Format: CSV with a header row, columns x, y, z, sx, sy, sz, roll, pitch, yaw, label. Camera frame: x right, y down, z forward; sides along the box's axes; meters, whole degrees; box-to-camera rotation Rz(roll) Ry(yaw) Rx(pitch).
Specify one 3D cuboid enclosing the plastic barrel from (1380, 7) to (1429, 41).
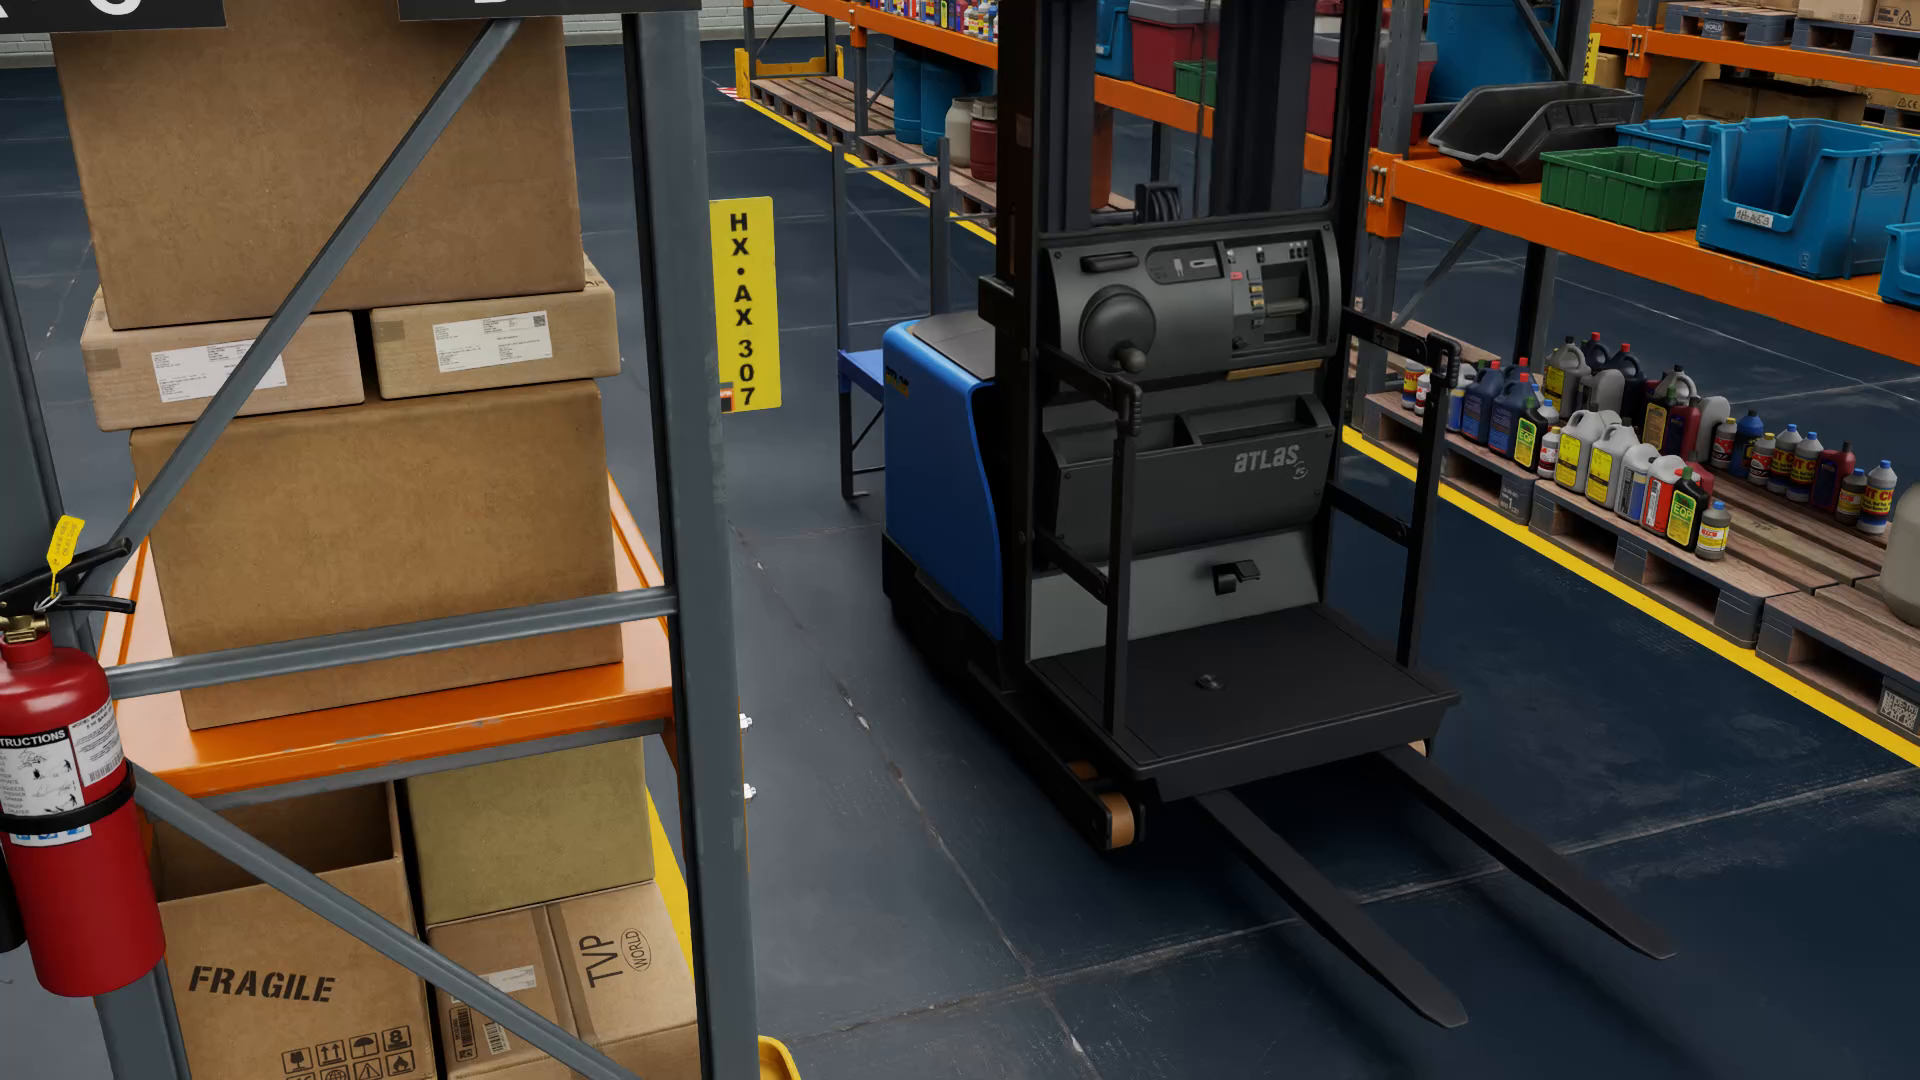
x,y,z,sx,sy,sz,roll,pitch,yaw,label
2.243,-2.413,8.439,0.433,0.535,0.433,0,23,0,plastic barrel

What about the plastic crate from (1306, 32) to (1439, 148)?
x,y,z,sx,sy,sz,roll,pitch,yaw,label
1.919,-2.137,7.875,0.402,0.464,0.583,-8,24,-19,plastic crate

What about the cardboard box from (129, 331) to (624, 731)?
x,y,z,sx,sy,sz,roll,pitch,yaw,label
-0.999,-0.059,2.899,0.700,0.500,0.500,-8,24,-19,cardboard box

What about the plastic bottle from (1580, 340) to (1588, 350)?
x,y,z,sx,sy,sz,roll,pitch,yaw,label
2.855,-0.795,7.704,0.061,0.283,0.133,-7,24,-16,plastic bottle

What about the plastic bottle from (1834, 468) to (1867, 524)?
x,y,z,sx,sy,sz,roll,pitch,yaw,label
3.404,-0.172,6.333,0.097,0.201,0.097,0,23,0,plastic bottle

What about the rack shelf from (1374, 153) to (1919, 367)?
x,y,z,sx,sy,sz,roll,pitch,yaw,label
3.083,-0.915,5.985,1.077,0.370,4.000,-8,24,-19,rack shelf

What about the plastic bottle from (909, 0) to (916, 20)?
x,y,z,sx,sy,sz,roll,pitch,yaw,label
-0.316,-4.266,13.169,0.152,0.276,0.135,-8,24,-19,plastic bottle

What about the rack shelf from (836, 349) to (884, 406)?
x,y,z,sx,sy,sz,roll,pitch,yaw,label
-0.074,-0.569,6.633,0.538,0.185,1.000,-10,25,-22,rack shelf

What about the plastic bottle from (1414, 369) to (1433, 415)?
x,y,z,sx,sy,sz,roll,pitch,yaw,label
2.115,-0.673,7.522,0.097,0.201,0.097,0,23,0,plastic bottle

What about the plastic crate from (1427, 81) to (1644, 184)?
x,y,z,sx,sy,sz,roll,pitch,yaw,label
2.442,-1.737,7.089,0.767,0.338,0.504,-8,24,-19,plastic crate

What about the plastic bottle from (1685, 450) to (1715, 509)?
x,y,z,sx,sy,sz,roll,pitch,yaw,label
2.766,-0.188,6.265,0.061,0.283,0.133,-8,24,-19,plastic bottle

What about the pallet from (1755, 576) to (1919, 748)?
x,y,z,sx,sy,sz,roll,pitch,yaw,label
3.436,0.448,5.415,1.003,0.211,1.213,-8,24,-19,pallet

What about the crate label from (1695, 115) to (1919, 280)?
x,y,z,sx,sy,sz,roll,pitch,yaw,label
2.886,-1.168,5.613,0.502,0.435,0.616,-8,24,-19,crate label

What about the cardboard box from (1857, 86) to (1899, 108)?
x,y,z,sx,sy,sz,roll,pitch,yaw,label
9.259,-4.560,16.384,0.500,0.500,0.500,-8,24,-18,cardboard box

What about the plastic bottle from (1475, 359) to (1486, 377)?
x,y,z,sx,sy,sz,roll,pitch,yaw,label
2.318,-0.649,7.359,0.061,0.283,0.133,-8,24,-19,plastic bottle

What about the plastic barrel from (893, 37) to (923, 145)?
x,y,z,sx,sy,sz,roll,pitch,yaw,label
-0.274,-3.906,14.317,0.600,0.901,0.708,-8,24,-19,plastic barrel

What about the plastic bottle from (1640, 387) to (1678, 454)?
x,y,z,sx,sy,sz,roll,pitch,yaw,label
2.968,-0.519,7.051,0.061,0.283,0.133,-8,24,-19,plastic bottle

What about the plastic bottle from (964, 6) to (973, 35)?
x,y,z,sx,sy,sz,roll,pitch,yaw,label
0.075,-3.799,12.158,0.097,0.201,0.097,0,23,0,plastic bottle

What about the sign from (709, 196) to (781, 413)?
x,y,z,sx,sy,sz,roll,pitch,yaw,label
-0.325,-0.351,2.504,0.100,0.325,0.005,-8,24,-19,sign

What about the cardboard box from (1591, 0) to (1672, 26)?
x,y,z,sx,sy,sz,roll,pitch,yaw,label
5.191,-4.297,12.955,0.500,0.500,0.500,-8,24,-17,cardboard box

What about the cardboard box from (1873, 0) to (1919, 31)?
x,y,z,sx,sy,sz,roll,pitch,yaw,label
6.311,-3.511,10.544,0.797,0.503,0.637,-6,24,-14,cardboard box

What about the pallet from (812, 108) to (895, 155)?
x,y,z,sx,sy,sz,roll,pitch,yaw,label
-0.746,-3.857,15.629,1.003,0.211,1.213,-8,24,-19,pallet

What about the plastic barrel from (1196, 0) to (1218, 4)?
x,y,z,sx,sy,sz,roll,pitch,yaw,label
1.526,-3.134,10.179,0.421,0.512,0.421,0,23,0,plastic barrel

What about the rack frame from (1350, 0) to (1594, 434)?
x,y,z,sx,sy,sz,roll,pitch,yaw,label
2.376,-1.973,7.569,1.000,3.000,0.127,-8,24,-19,rack frame

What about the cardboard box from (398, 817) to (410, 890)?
x,y,z,sx,sy,sz,roll,pitch,yaw,label
-1.500,0.898,3.757,0.500,0.250,0.500,-8,24,-19,cardboard box

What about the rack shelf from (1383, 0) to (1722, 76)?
x,y,z,sx,sy,sz,roll,pitch,yaw,label
4.890,-4.501,14.494,1.077,0.370,4.000,-8,24,-19,rack shelf

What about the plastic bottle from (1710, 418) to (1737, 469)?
x,y,z,sx,sy,sz,roll,pitch,yaw,label
3.176,-0.406,6.888,0.097,0.201,0.097,0,23,0,plastic bottle

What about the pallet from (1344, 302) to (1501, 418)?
x,y,z,sx,sy,sz,roll,pitch,yaw,label
2.062,-0.968,8.775,1.003,0.211,1.213,-8,24,-19,pallet

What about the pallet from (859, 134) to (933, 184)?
x,y,z,sx,sy,sz,roll,pitch,yaw,label
-0.216,-3.309,14.329,1.003,0.211,1.213,-8,24,-19,pallet

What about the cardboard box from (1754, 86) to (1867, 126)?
x,y,z,sx,sy,sz,roll,pitch,yaw,label
6.058,-3.072,11.862,0.500,0.250,0.500,-6,23,-13,cardboard box

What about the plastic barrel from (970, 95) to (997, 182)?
x,y,z,sx,sy,sz,roll,pitch,yaw,label
0.375,-3.095,12.794,0.600,0.588,0.708,-8,24,-19,plastic barrel

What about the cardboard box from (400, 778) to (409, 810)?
x,y,z,sx,sy,sz,roll,pitch,yaw,label
-1.194,0.300,4.210,0.500,0.500,0.500,-8,24,-19,cardboard box

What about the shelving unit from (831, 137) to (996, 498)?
x,y,z,sx,sy,sz,roll,pitch,yaw,label
-0.074,-0.735,6.563,0.538,1.500,1.048,-10,25,-22,shelving unit

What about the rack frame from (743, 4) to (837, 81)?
x,y,z,sx,sy,sz,roll,pitch,yaw,label
-1.863,-6.333,17.914,1.000,3.000,0.127,-8,24,-19,rack frame

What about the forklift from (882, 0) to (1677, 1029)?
x,y,z,sx,sy,sz,roll,pitch,yaw,label
0.768,-0.667,4.559,1.130,2.935,3.031,-10,25,-22,forklift

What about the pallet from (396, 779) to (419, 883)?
x,y,z,sx,sy,sz,roll,pitch,yaw,label
-1.583,0.729,4.749,1.003,0.211,1.213,-8,24,-19,pallet

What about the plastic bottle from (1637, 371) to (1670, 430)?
x,y,z,sx,sy,sz,roll,pitch,yaw,label
3.038,-0.606,7.258,0.061,0.283,0.133,-7,24,-15,plastic bottle

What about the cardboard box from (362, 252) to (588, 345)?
x,y,z,sx,sy,sz,roll,pitch,yaw,label
-0.879,-0.454,3.001,0.380,0.149,0.250,-9,24,-20,cardboard box

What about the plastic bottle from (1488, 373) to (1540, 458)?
x,y,z,sx,sy,sz,roll,pitch,yaw,label
2.340,-0.536,7.005,0.144,0.351,0.185,-9,25,-21,plastic bottle

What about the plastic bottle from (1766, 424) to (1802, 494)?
x,y,z,sx,sy,sz,roll,pitch,yaw,label
3.284,-0.328,6.612,0.097,0.271,0.097,0,23,0,plastic bottle

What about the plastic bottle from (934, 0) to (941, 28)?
x,y,z,sx,sy,sz,roll,pitch,yaw,label
-0.112,-4.087,12.647,0.144,0.351,0.185,-8,24,-19,plastic bottle

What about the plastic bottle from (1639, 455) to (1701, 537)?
x,y,z,sx,sy,sz,roll,pitch,yaw,label
2.667,-0.170,6.231,0.152,0.276,0.135,-8,24,-19,plastic bottle

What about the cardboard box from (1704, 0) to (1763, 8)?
x,y,z,sx,sy,sz,roll,pitch,yaw,label
5.825,-4.155,12.076,0.500,0.500,0.500,-12,25,-25,cardboard box

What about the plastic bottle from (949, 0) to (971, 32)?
x,y,z,sx,sy,sz,roll,pitch,yaw,label
0.000,-3.971,12.373,0.144,0.351,0.185,-8,24,-19,plastic bottle

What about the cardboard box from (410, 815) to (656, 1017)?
x,y,z,sx,sy,sz,roll,pitch,yaw,label
-1.007,0.826,3.929,0.500,0.250,0.500,-8,24,-19,cardboard box

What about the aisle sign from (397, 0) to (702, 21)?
x,y,z,sx,sy,sz,roll,pitch,yaw,label
-0.536,-1.058,2.050,0.394,0.787,0.004,-8,24,-19,aisle sign

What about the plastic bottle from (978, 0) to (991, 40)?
x,y,z,sx,sy,sz,roll,pitch,yaw,label
0.178,-3.725,11.892,0.097,0.271,0.097,0,23,0,plastic bottle

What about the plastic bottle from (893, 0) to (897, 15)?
x,y,z,sx,sy,sz,roll,pitch,yaw,label
-0.498,-4.421,13.543,0.097,0.271,0.097,0,23,0,plastic bottle

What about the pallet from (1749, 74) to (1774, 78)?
x,y,z,sx,sy,sz,roll,pitch,yaw,label
8.589,-5.157,18.715,1.003,0.211,1.213,-8,24,-19,pallet

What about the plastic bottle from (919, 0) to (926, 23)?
x,y,z,sx,sy,sz,roll,pitch,yaw,label
-0.234,-4.182,12.969,0.152,0.276,0.135,-8,24,-19,plastic bottle

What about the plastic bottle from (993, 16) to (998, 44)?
x,y,z,sx,sy,sz,roll,pitch,yaw,label
0.282,-3.587,11.654,0.097,0.201,0.097,0,23,0,plastic bottle

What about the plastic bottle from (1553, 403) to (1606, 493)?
x,y,z,sx,sy,sz,roll,pitch,yaw,label
2.490,-0.382,6.638,0.144,0.351,0.185,-9,24,-19,plastic bottle

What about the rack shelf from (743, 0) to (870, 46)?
x,y,z,sx,sy,sz,roll,pitch,yaw,label
-1.156,-5.275,16.330,1.077,0.370,4.000,-8,24,-19,rack shelf

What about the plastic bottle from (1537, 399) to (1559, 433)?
x,y,z,sx,sy,sz,roll,pitch,yaw,label
2.427,-0.451,6.905,0.097,0.271,0.097,0,23,0,plastic bottle

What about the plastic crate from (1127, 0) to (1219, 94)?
x,y,z,sx,sy,sz,roll,pitch,yaw,label
1.248,-2.827,9.512,0.402,0.464,0.583,-8,24,-19,plastic crate

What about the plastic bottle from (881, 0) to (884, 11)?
x,y,z,sx,sy,sz,roll,pitch,yaw,label
-0.615,-4.509,13.841,0.097,0.201,0.097,0,23,0,plastic bottle

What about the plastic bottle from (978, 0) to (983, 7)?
x,y,z,sx,sy,sz,roll,pitch,yaw,label
0.189,-4.382,13.450,0.097,0.271,0.097,0,23,0,plastic bottle
